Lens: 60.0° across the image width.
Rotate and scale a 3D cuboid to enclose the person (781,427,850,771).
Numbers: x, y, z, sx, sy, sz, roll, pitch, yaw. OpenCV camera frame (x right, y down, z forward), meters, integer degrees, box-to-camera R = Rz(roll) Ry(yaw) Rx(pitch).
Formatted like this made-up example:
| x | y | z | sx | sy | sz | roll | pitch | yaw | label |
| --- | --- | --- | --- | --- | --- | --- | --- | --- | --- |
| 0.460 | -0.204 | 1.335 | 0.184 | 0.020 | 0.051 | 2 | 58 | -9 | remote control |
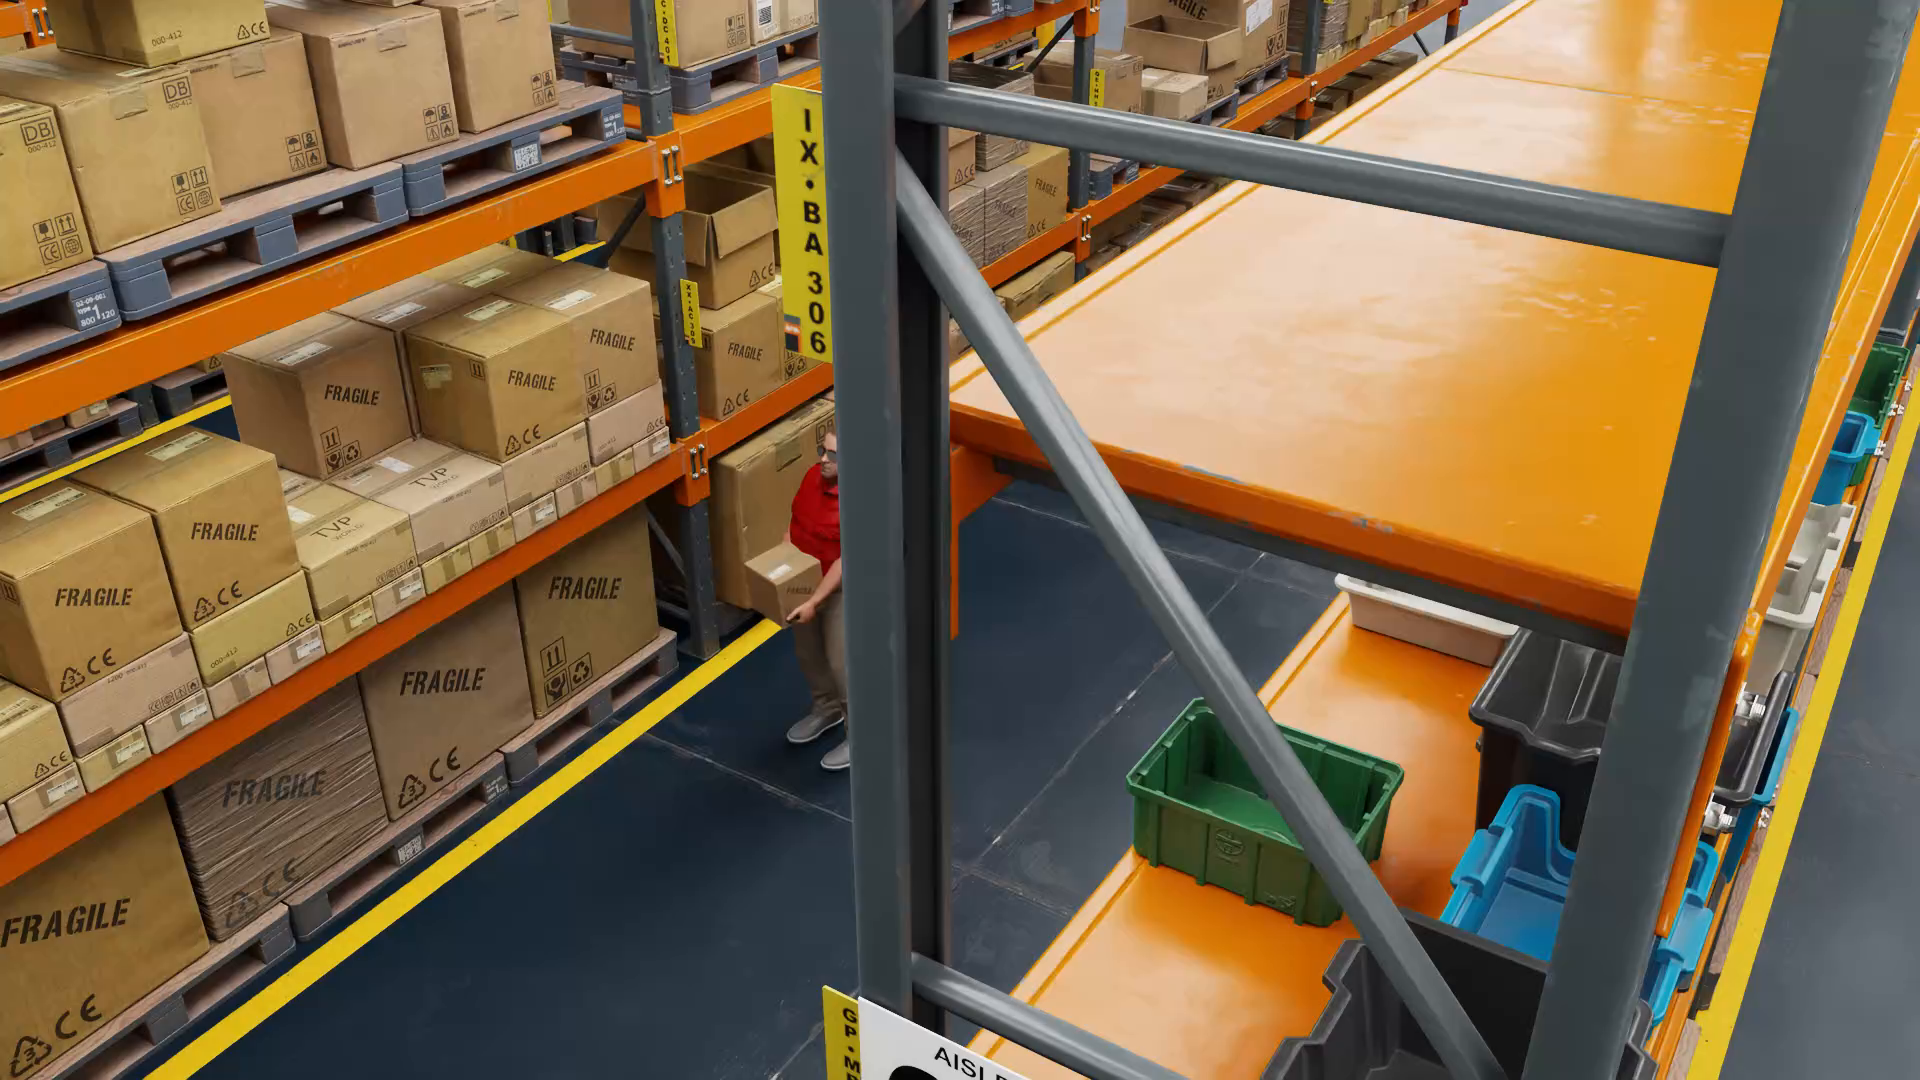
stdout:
| x | y | z | sx | sy | sz | roll | pitch | yaw | label |
| --- | --- | --- | --- | --- | --- | --- | --- | --- | --- |
| -0.652 | 0.288 | 7.724 | 0.537 | 1.712 | 0.494 | -24 | 38 | -35 | person |
